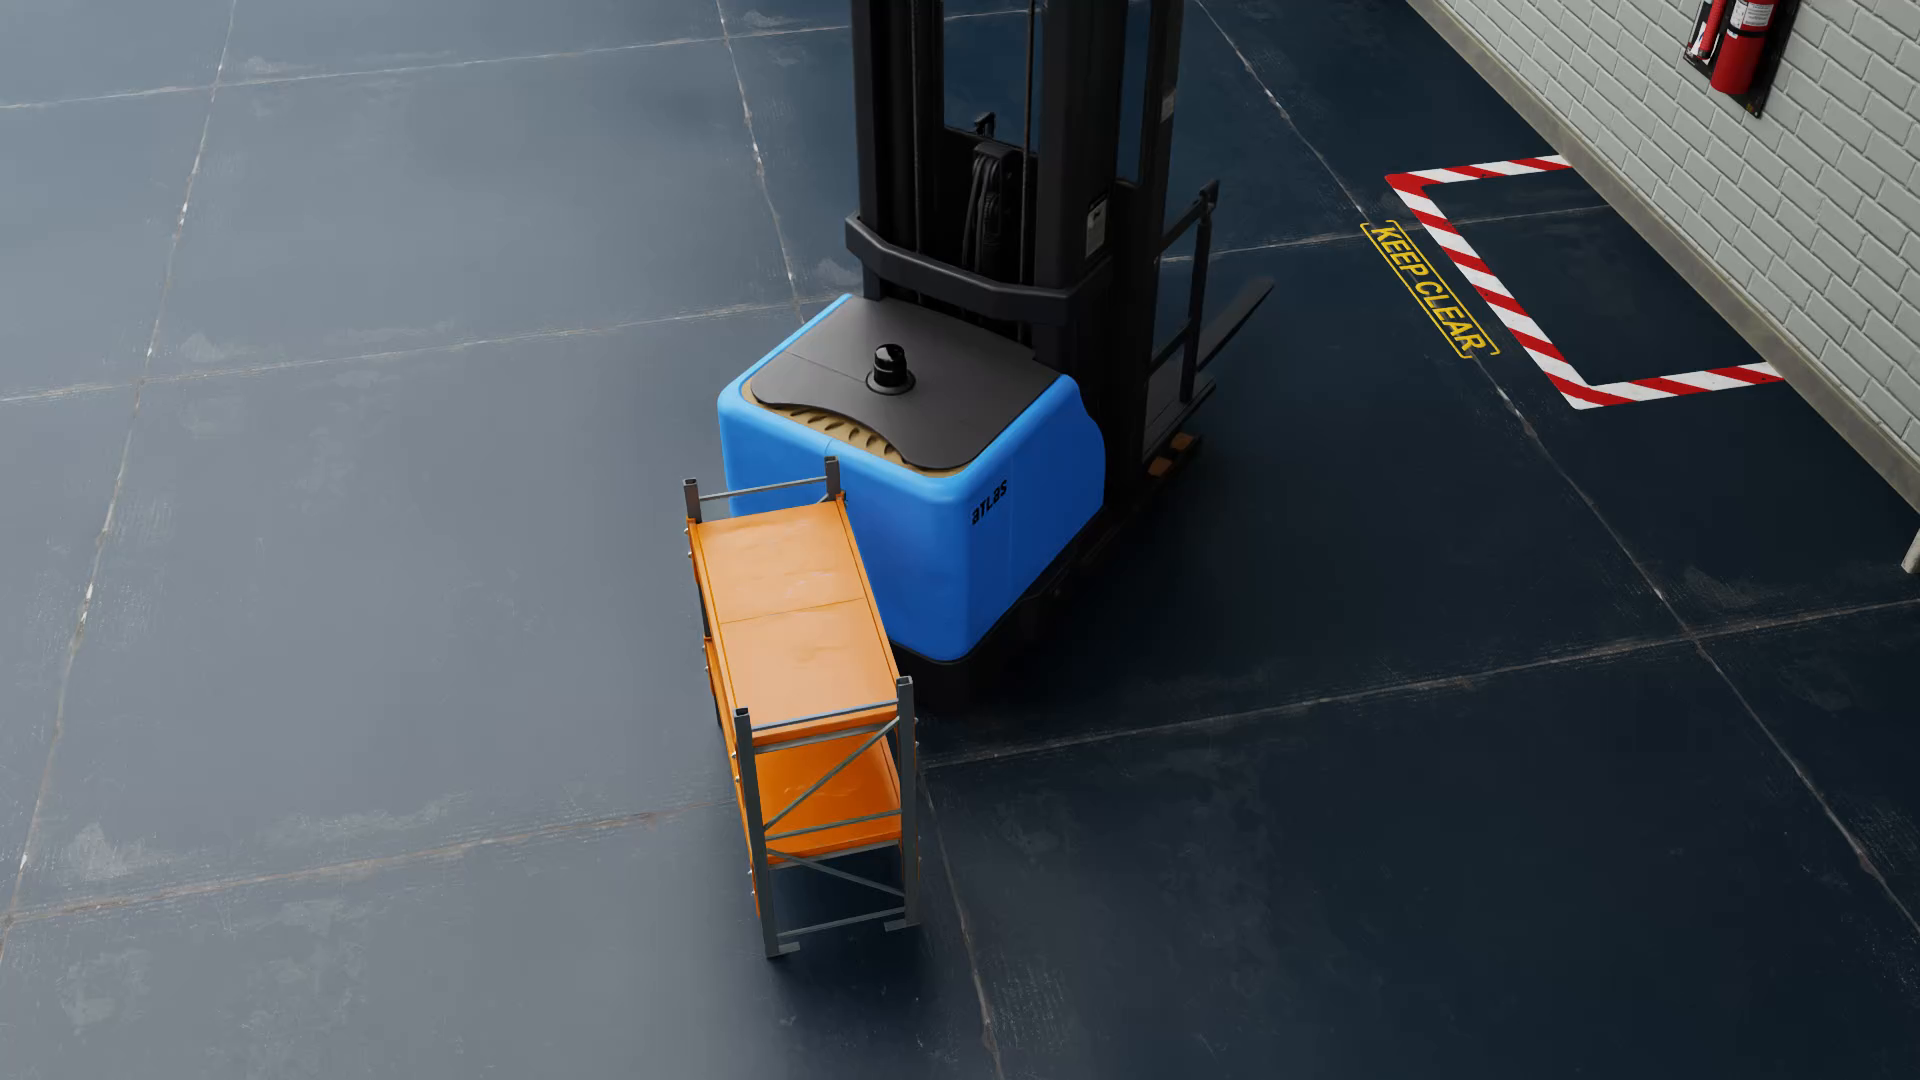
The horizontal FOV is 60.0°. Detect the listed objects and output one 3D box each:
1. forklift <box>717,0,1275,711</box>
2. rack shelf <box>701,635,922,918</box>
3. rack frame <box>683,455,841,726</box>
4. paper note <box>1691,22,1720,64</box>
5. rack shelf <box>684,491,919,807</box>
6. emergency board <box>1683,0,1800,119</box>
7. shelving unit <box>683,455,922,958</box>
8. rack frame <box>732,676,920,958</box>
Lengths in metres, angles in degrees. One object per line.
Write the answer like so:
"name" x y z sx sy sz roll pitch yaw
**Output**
"forklift" 0.372 -1.435 6.159 1.130 2.935 3.031 23 47 24
"rack shelf" -0.505 0.706 5.475 0.538 0.278 1.000 -10 43 -11
"rack frame" -0.634 0.197 5.681 0.500 1.125 0.032 -10 43 -11
"paper note" 3.481 -2.321 7.769 0.016 0.148 0.142 -8 42 -9
"rack shelf" -0.505 0.304 5.119 0.538 0.278 1.000 -10 43 -11
"emergency board" 3.451 -2.526 7.336 0.194 1.169 0.643 -8 42 -9
"shelving unit" -0.505 0.523 5.313 0.538 1.125 1.048 -10 43 -11
"rack frame" -0.375 0.850 4.945 0.500 1.125 0.032 -10 43 -11
